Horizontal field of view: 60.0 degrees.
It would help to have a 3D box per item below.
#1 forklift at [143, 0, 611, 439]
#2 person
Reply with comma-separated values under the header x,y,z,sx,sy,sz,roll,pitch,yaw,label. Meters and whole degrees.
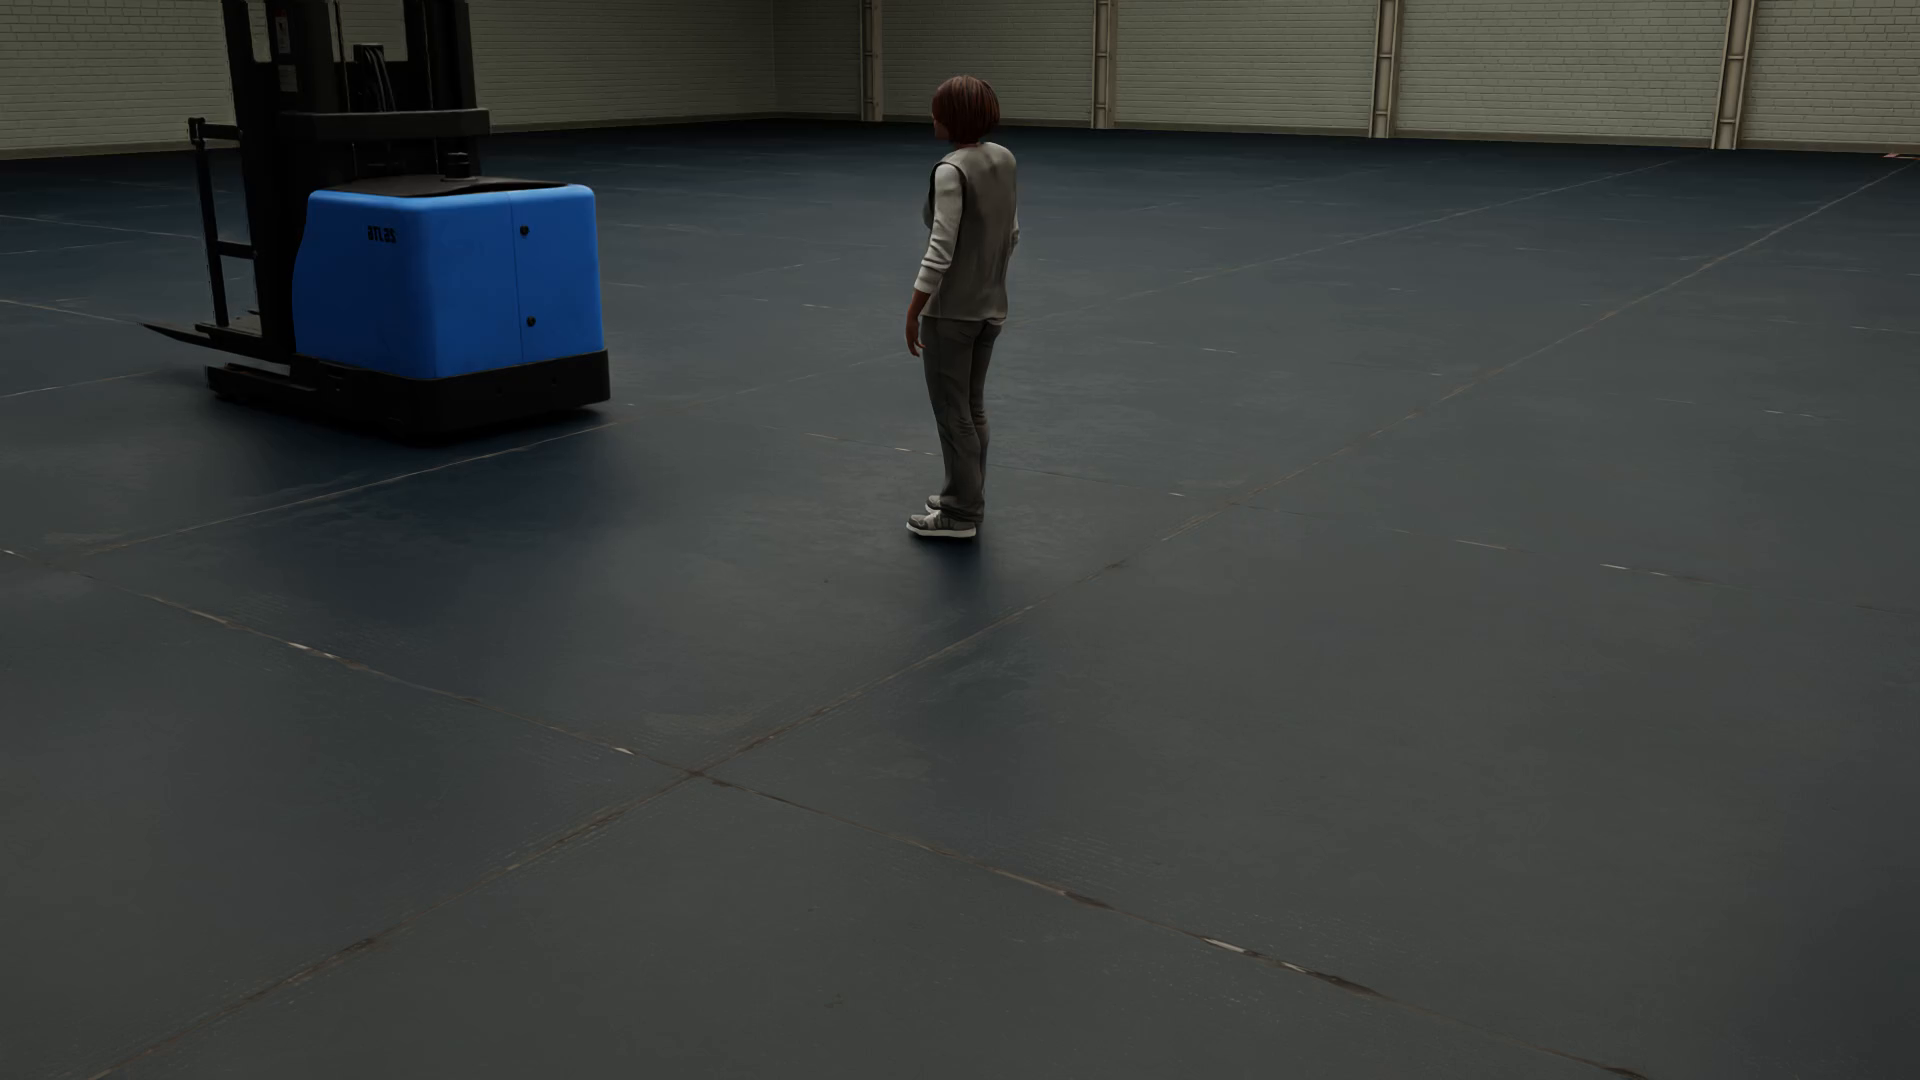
x,y,z,sx,sy,sz,roll,pitch,yaw,label
-3.130,-2.179,8.120,3.031,2.935,1.130,13,21,38,forklift
-0.052,-0.788,5.769,0.475,1.597,0.520,11,20,33,person
